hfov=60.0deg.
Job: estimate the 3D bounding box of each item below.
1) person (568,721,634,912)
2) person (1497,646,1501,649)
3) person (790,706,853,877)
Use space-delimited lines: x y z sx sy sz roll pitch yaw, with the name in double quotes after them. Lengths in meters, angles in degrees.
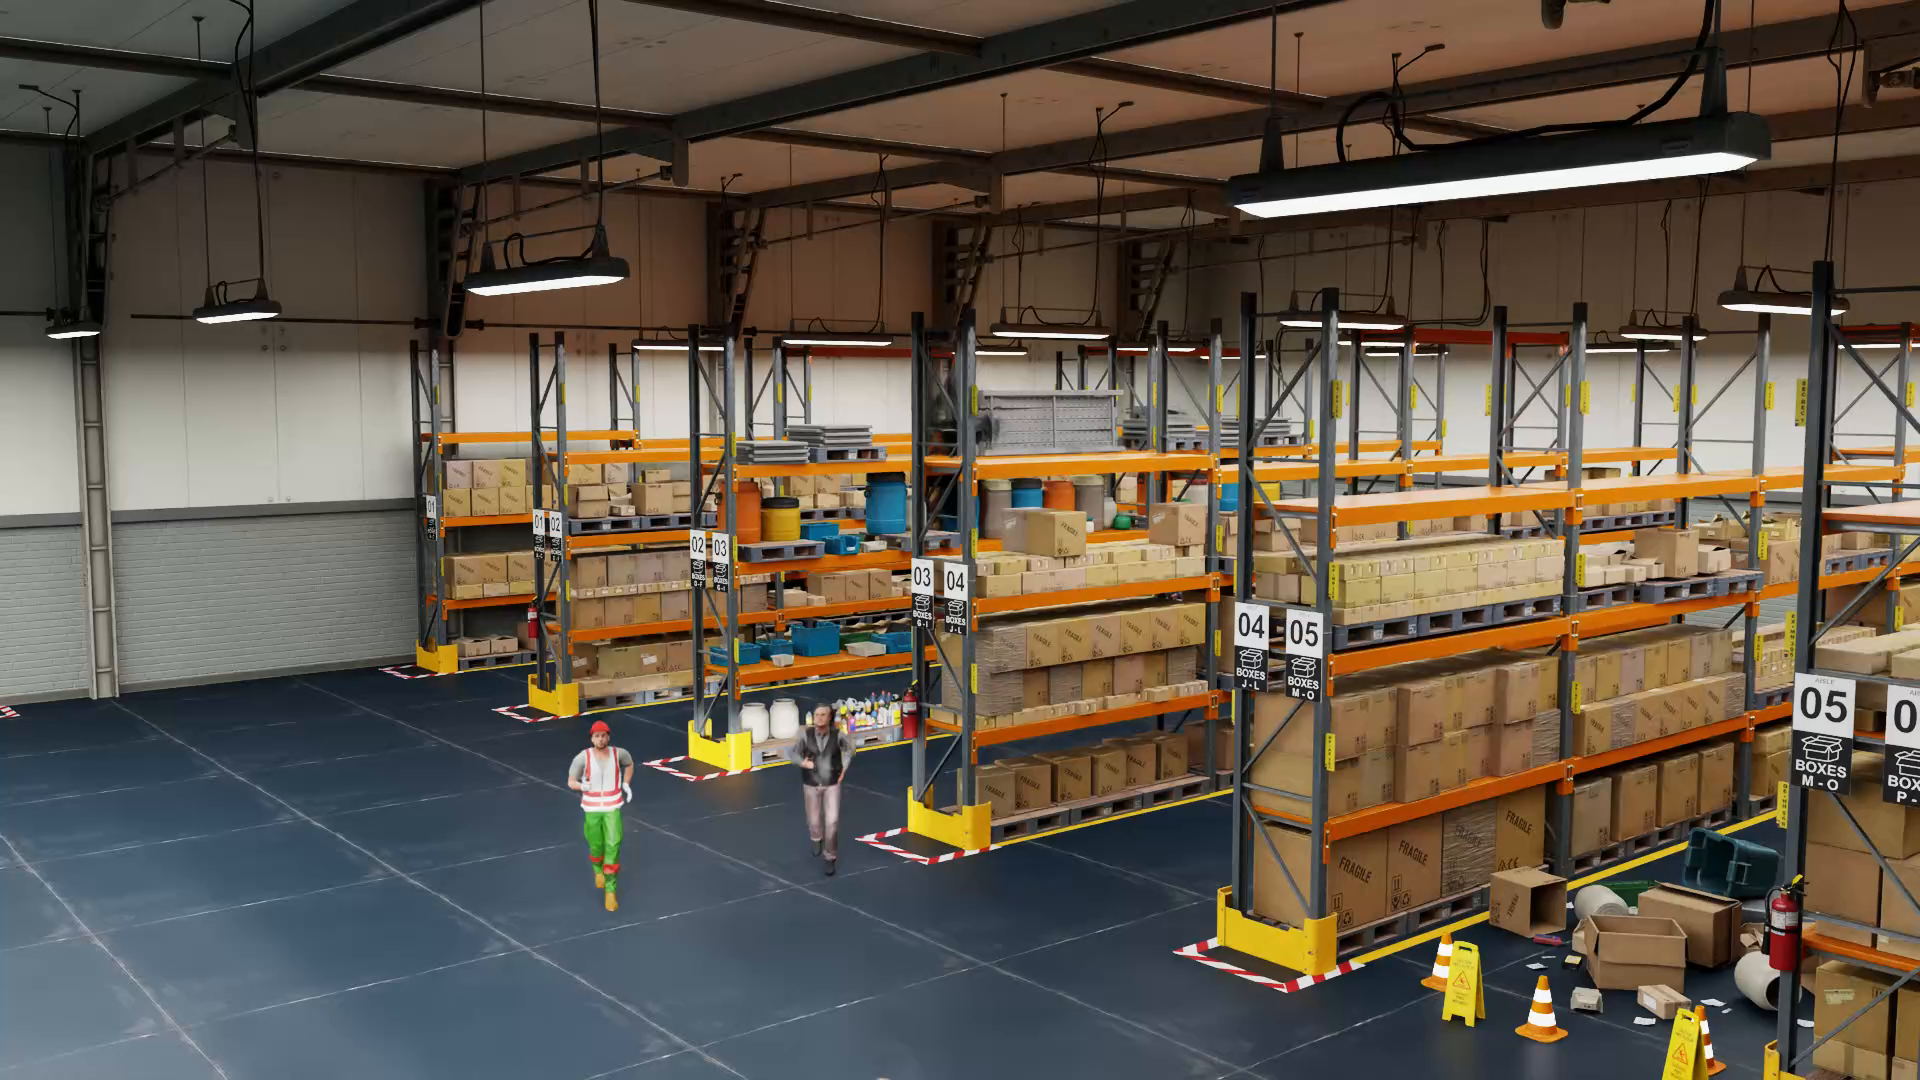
-3.590 2.707 16.660 0.648 1.809 0.920 -1 5 -12 "person"
7.352 2.256 22.846 0.841 1.648 0.607 -5 7 -43 "person"
-1.492 2.650 17.873 0.666 1.738 0.836 0 5 0 "person"
